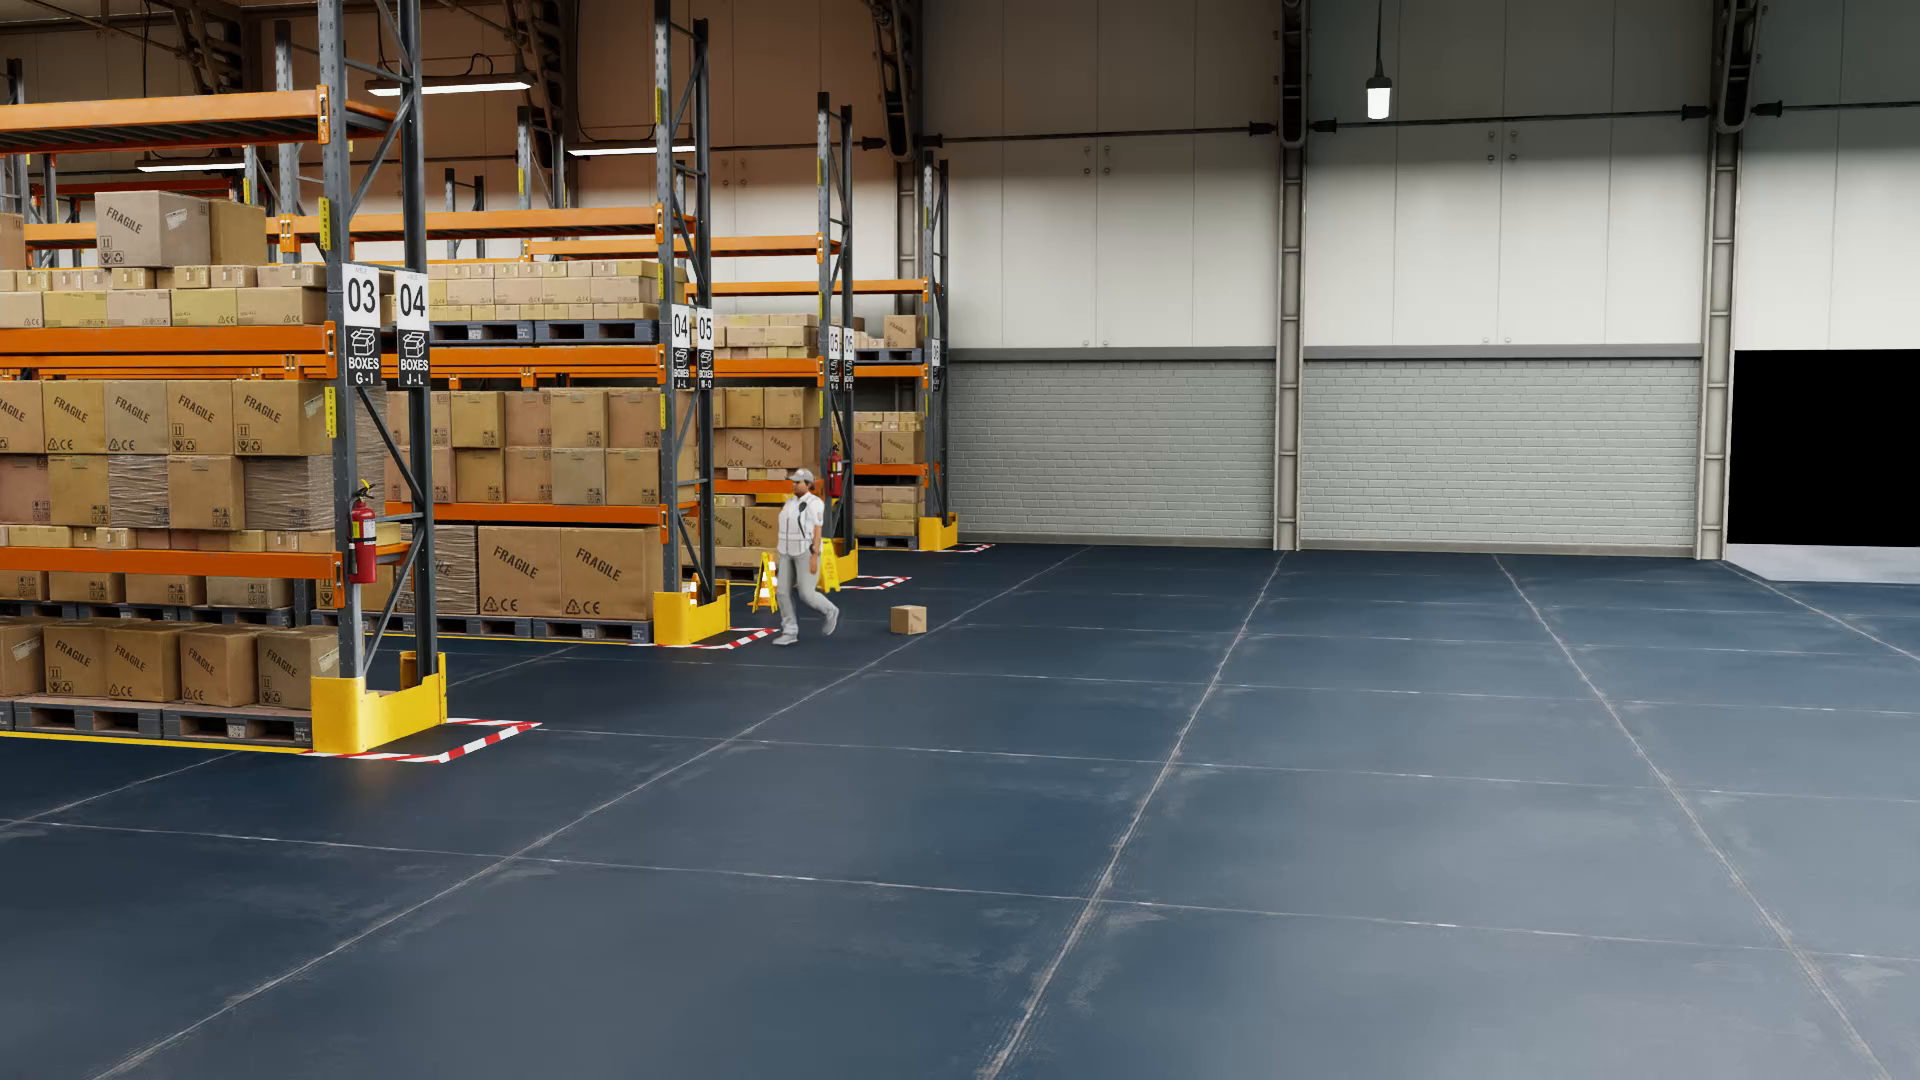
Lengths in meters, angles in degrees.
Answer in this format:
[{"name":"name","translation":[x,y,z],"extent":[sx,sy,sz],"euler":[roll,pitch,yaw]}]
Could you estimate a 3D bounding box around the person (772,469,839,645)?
[{"name":"person","translation":[-1.477,0.148,15.658],"extent":[0.472,1.641,0.674],"euler":[4,6,36]}]
